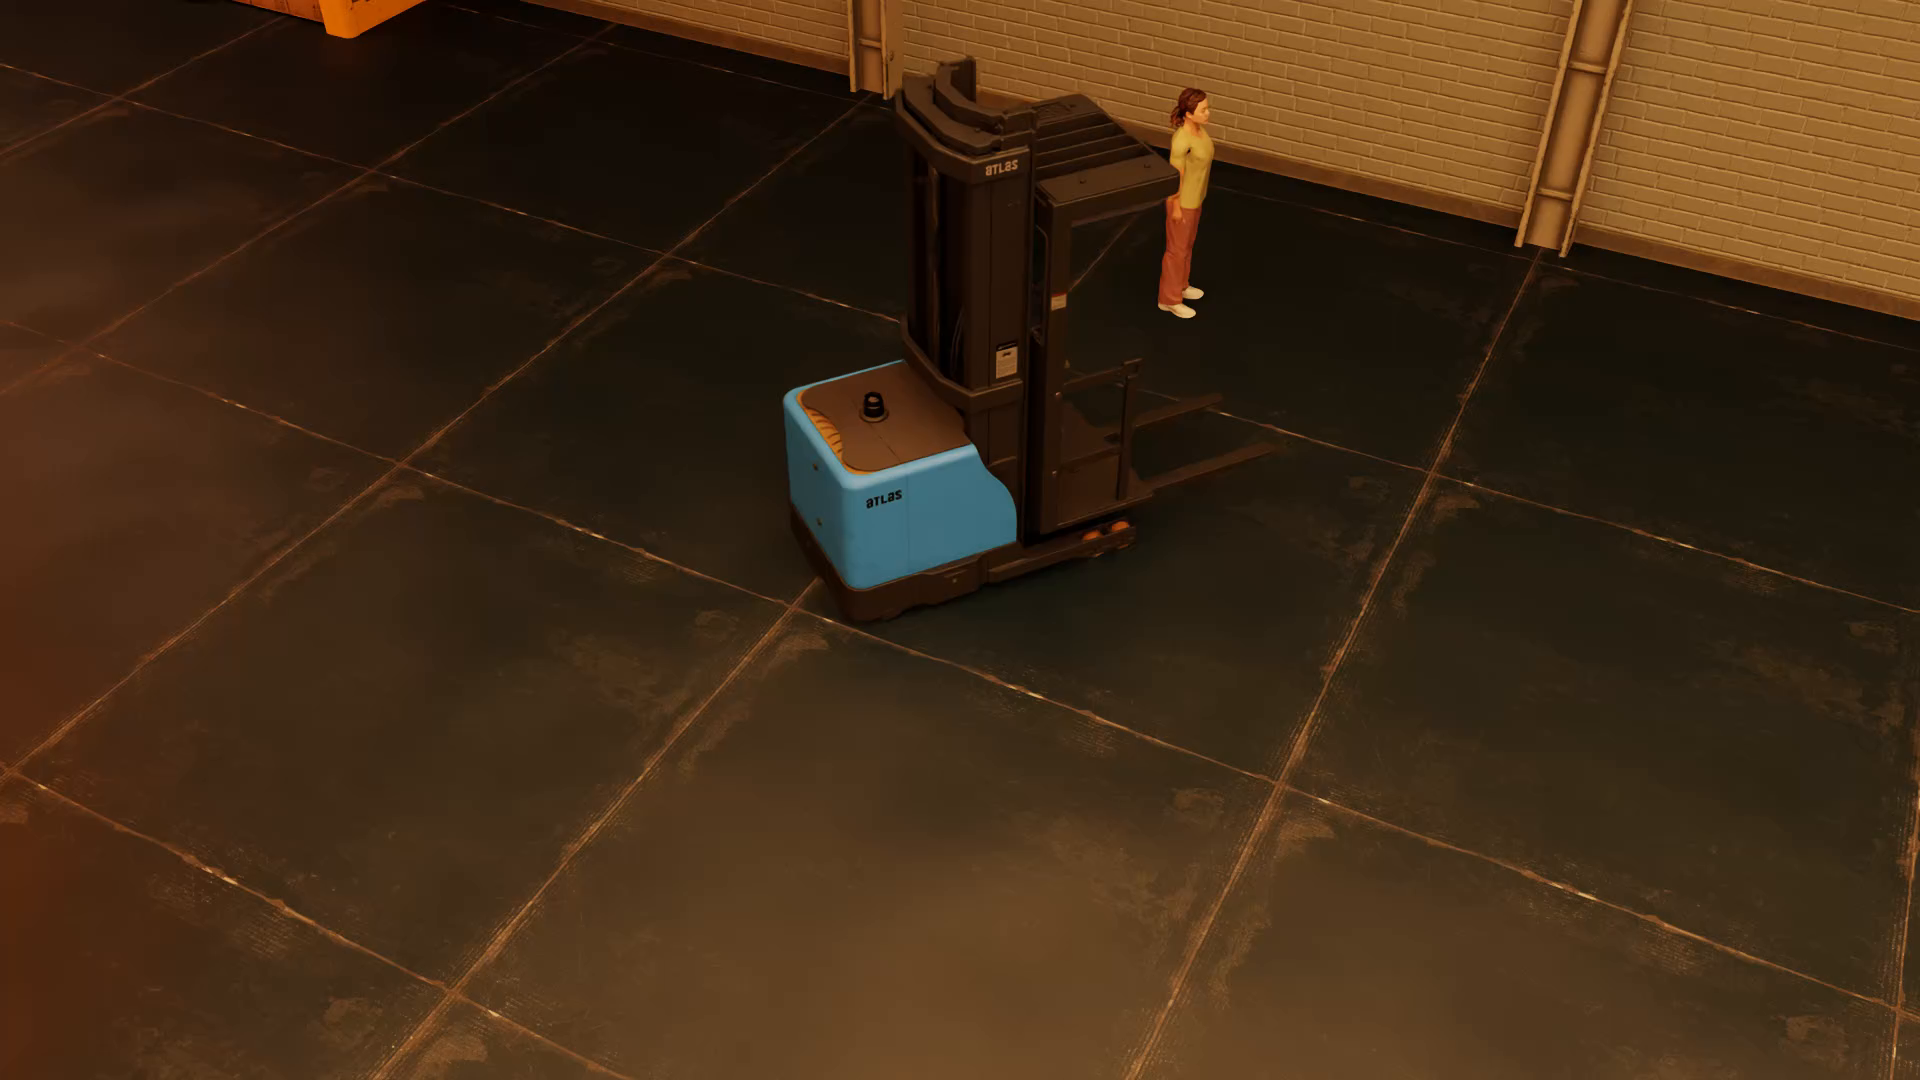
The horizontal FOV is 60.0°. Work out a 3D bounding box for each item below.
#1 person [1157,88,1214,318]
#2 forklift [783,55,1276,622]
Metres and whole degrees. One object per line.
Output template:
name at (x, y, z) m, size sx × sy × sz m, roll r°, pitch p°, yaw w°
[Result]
person at (1.616, -2.416, 11.832) m, size 0.370 × 1.673 × 0.429 m, roll 14°, pitch 42°, yaw 16°
forklift at (0.513, -1.303, 9.533) m, size 3.031 × 2.935 × 1.130 m, roll -18°, pitch 43°, yaw -20°
